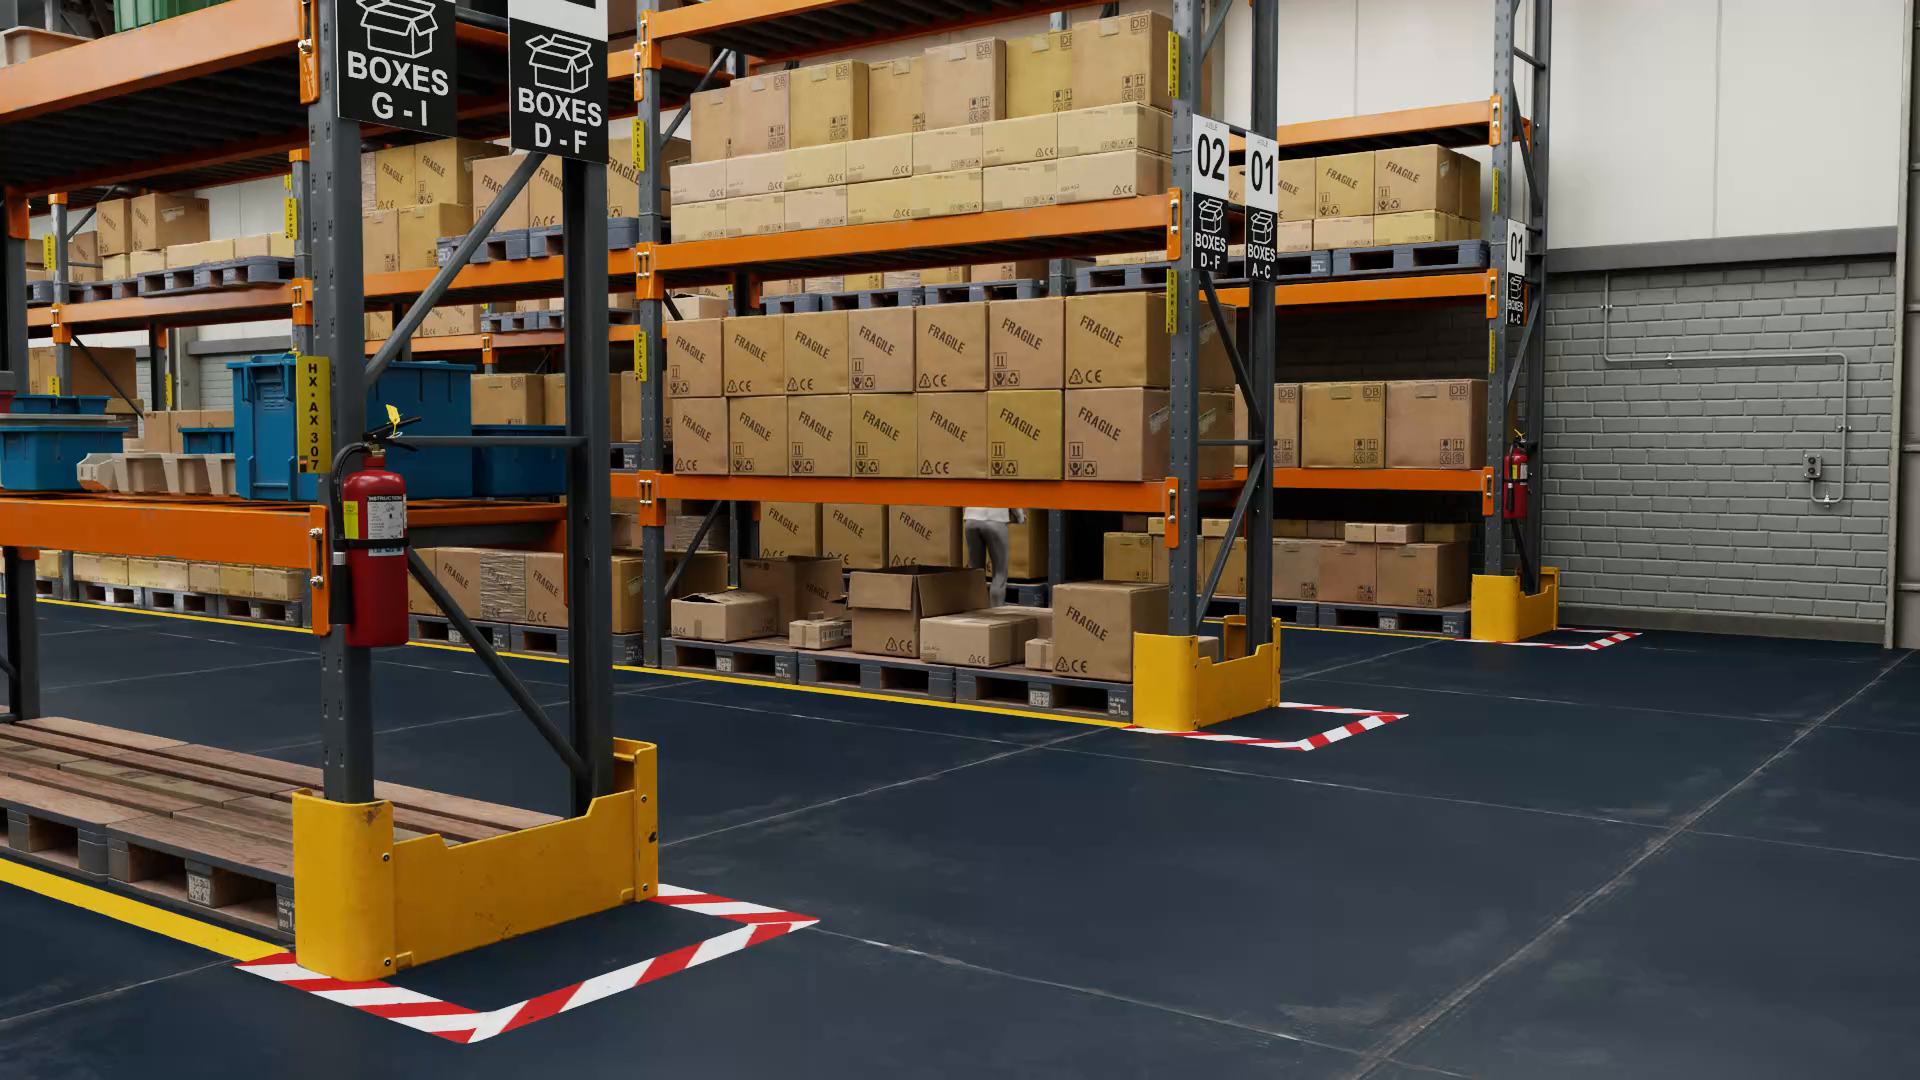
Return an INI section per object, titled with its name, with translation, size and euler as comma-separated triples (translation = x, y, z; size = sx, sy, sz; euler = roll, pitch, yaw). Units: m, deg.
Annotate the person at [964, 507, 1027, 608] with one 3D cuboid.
[person]
translation = 0.263, -0.103, 13.245
size = 0.459, 1.689, 0.547
euler = 2, 4, 37
